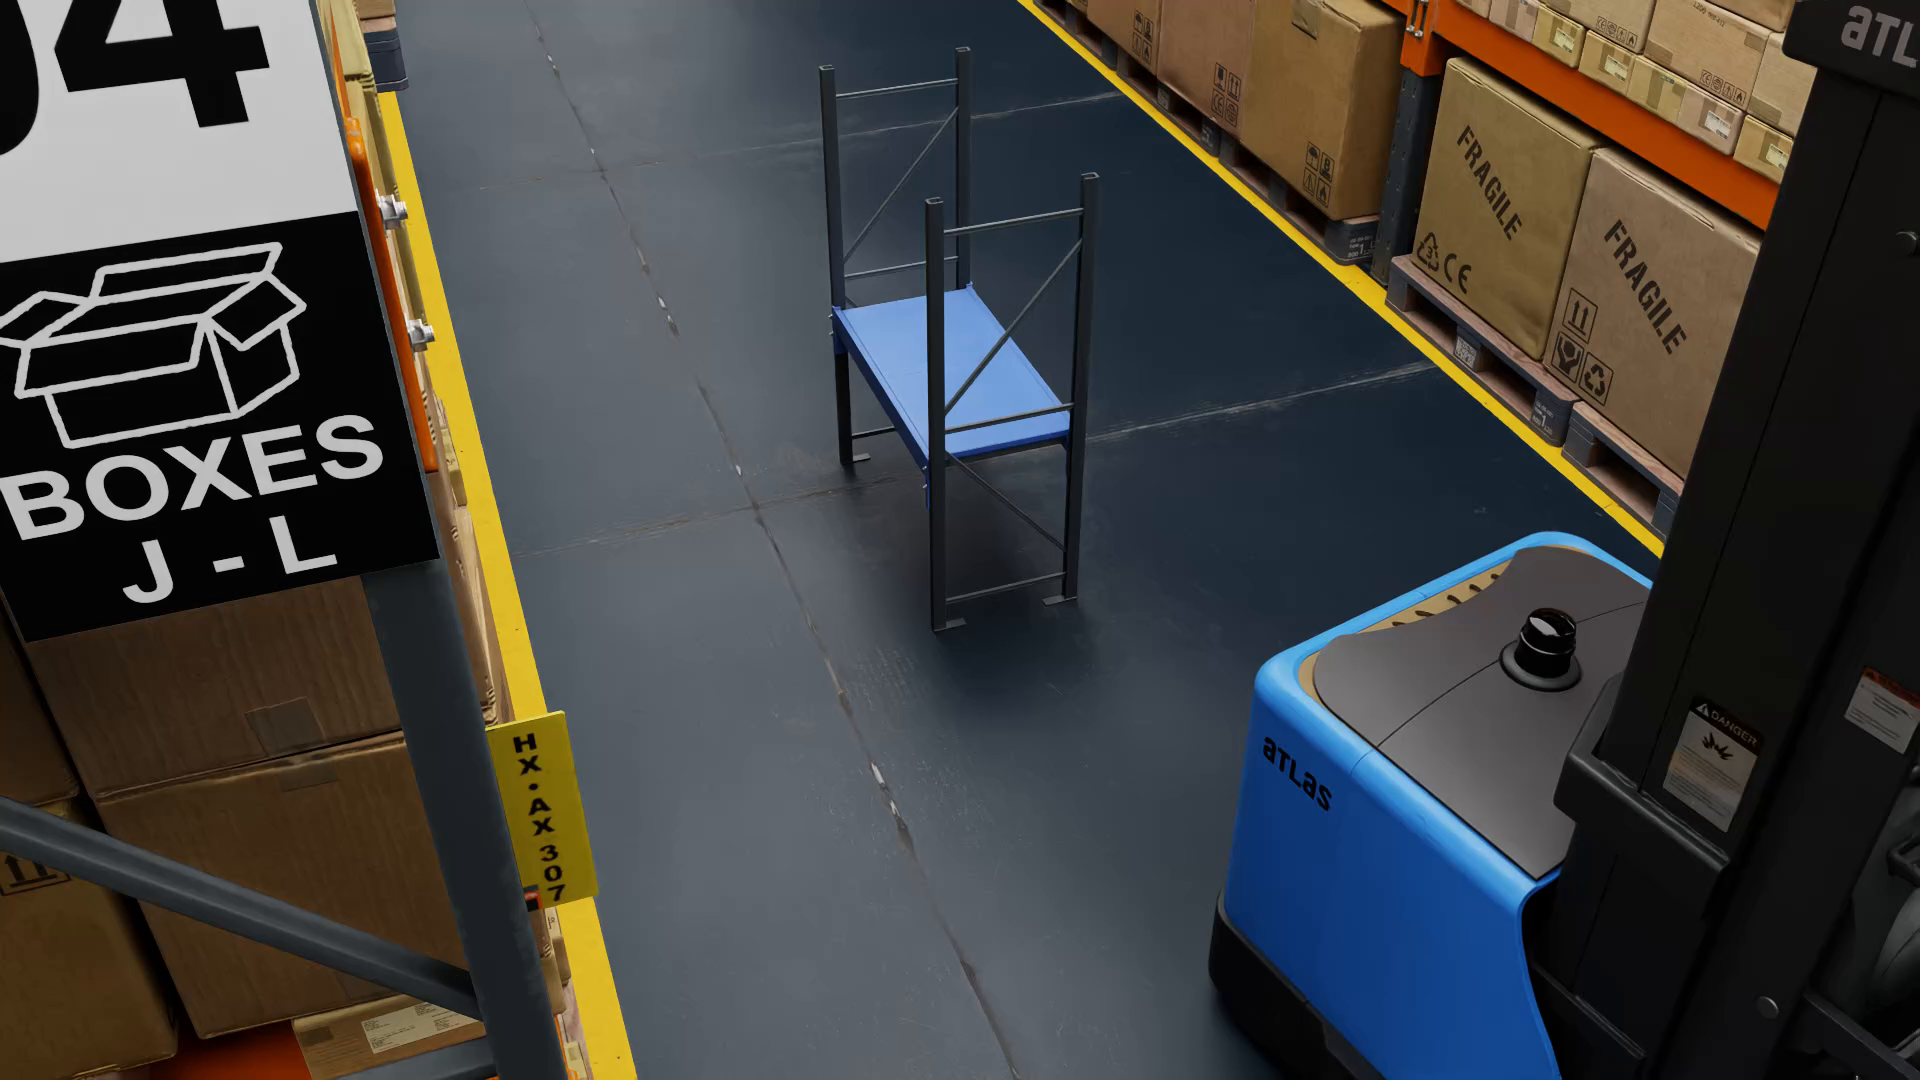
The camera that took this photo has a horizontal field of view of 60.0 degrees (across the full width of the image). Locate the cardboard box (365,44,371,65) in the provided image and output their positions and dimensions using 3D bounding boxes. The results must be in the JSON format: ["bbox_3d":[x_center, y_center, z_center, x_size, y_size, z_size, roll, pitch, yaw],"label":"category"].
[{"bbox_3d":[-1.798,-1.106,4.395,0.500,0.500,0.500,-13,39,-17],"label":"cardboard box"}]

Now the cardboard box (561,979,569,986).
[{"bbox_3d":[-1.155,0.975,3.982,0.380,0.149,0.250,-12,39,-15],"label":"cardboard box"}]

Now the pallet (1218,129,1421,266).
[{"bbox_3d":[1.948,-1.732,7.874,1.003,0.211,1.213,-12,39,-16],"label":"pallet"}]

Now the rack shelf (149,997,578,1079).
[{"bbox_3d":[-1.720,-0.039,3.906,1.077,0.370,4.000,-12,39,-16],"label":"rack shelf"}]

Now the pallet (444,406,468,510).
[{"bbox_3d":[-2.143,0.030,5.535,1.003,0.211,1.213,-12,39,-16],"label":"pallet"}]

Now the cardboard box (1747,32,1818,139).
[{"bbox_3d":[2.712,-1.311,4.875,0.500,0.250,0.500,-12,39,-16],"label":"cardboard box"}]

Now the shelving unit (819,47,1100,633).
[{"bbox_3d":[-0.029,-0.647,5.363,0.538,1.500,1.048,-12,39,-16],"label":"shelving unit"}]

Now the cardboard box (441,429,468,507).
[{"bbox_3d":[-1.787,-0.194,5.287,0.380,0.149,0.250,-14,39,-18],"label":"cardboard box"}]

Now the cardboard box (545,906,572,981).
[{"bbox_3d":[-1.067,0.871,3.627,0.380,0.149,0.250,-13,39,-16],"label":"cardboard box"}]

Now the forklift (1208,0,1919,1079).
[{"bbox_3d":[1.848,0.544,2.592,1.130,2.935,3.031,-21,42,-26],"label":"forklift"}]

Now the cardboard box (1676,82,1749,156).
[{"bbox_3d":[2.520,-1.357,5.268,0.380,0.149,0.250,-12,39,-15],"label":"cardboard box"}]

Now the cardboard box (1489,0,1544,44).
[{"bbox_3d":[2.164,-1.941,6.043,0.380,0.149,0.250,-14,39,-17],"label":"cardboard box"}]

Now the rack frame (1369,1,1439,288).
[{"bbox_3d":[2.284,-2.426,6.477,1.000,3.000,0.127,-12,39,-16],"label":"rack frame"}]

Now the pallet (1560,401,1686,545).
[{"bbox_3d":[2.896,-0.176,5.808,1.003,0.211,1.213,-12,39,-16],"label":"pallet"}]

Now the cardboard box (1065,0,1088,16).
[{"bbox_3d":[1.125,-3.610,9.467,1.225,0.875,0.875,-14,39,-18],"label":"cardboard box"}]

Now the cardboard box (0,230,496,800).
[{"bbox_3d":[-0.937,-0.063,2.179,0.500,0.500,0.500,-13,39,-16],"label":"cardboard box"}]

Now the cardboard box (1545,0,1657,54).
[{"bbox_3d":[2.366,-1.883,5.634,0.500,0.250,0.500,-13,39,-16],"label":"cardboard box"}]

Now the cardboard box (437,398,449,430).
[{"bbox_3d":[-1.953,-0.334,5.721,0.380,0.149,0.250,-12,39,-15],"label":"cardboard box"}]

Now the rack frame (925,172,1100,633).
[{"bbox_3d":[0.146,-0.360,4.981,0.500,1.500,0.032,-12,39,-16],"label":"rack frame"}]

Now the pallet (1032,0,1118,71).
[{"bbox_3d":[1.108,-3.111,9.704,1.003,0.211,1.213,-12,39,-16],"label":"pallet"}]

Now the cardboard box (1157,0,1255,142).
[{"bbox_3d":[1.737,-2.607,8.135,1.225,0.875,0.875,-14,39,-18],"label":"cardboard box"}]

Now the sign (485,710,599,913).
[{"bbox_3d":[-0.522,0.345,2.079,0.100,0.325,0.005,-12,39,-16],"label":"sign"}]

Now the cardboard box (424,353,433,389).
[{"bbox_3d":[-2.001,-0.492,5.683,0.380,0.149,0.250,-12,39,-15],"label":"cardboard box"}]

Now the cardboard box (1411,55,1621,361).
[{"bbox_3d":[2.436,-1.355,6.473,0.875,0.875,0.875,-12,39,-16],"label":"cardboard box"}]

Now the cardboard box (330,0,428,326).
[{"bbox_3d":[-1.274,-0.645,2.952,0.500,0.500,0.500,-13,39,-17],"label":"cardboard box"}]

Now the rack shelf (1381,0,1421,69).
[{"bbox_3d":[1.596,-3.268,8.194,1.077,0.370,4.000,-12,39,-16],"label":"rack shelf"}]

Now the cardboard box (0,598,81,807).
[{"bbox_3d":[-1.422,0.039,2.044,0.500,0.500,0.500,-13,39,-17],"label":"cardboard box"}]

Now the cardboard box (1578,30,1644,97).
[{"bbox_3d":[2.347,-1.644,5.649,0.380,0.149,0.250,-13,39,-17],"label":"cardboard box"}]

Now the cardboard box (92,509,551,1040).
[{"bbox_3d":[-0.926,0.334,2.483,0.500,0.500,0.500,-11,38,-14],"label":"cardboard box"}]

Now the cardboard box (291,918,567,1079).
[{"bbox_3d":[-0.835,0.653,2.599,0.380,0.149,0.250,-13,39,-16],"label":"cardboard box"}]

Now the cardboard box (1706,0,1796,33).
[{"bbox_3d":[2.554,-1.888,5.018,0.500,0.500,0.500,-14,39,-17],"label":"cardboard box"}]

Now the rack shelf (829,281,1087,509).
[{"bbox_3d":[-0.029,-0.504,5.471,0.538,0.185,1.000,-12,39,-16],"label":"rack shelf"}]
